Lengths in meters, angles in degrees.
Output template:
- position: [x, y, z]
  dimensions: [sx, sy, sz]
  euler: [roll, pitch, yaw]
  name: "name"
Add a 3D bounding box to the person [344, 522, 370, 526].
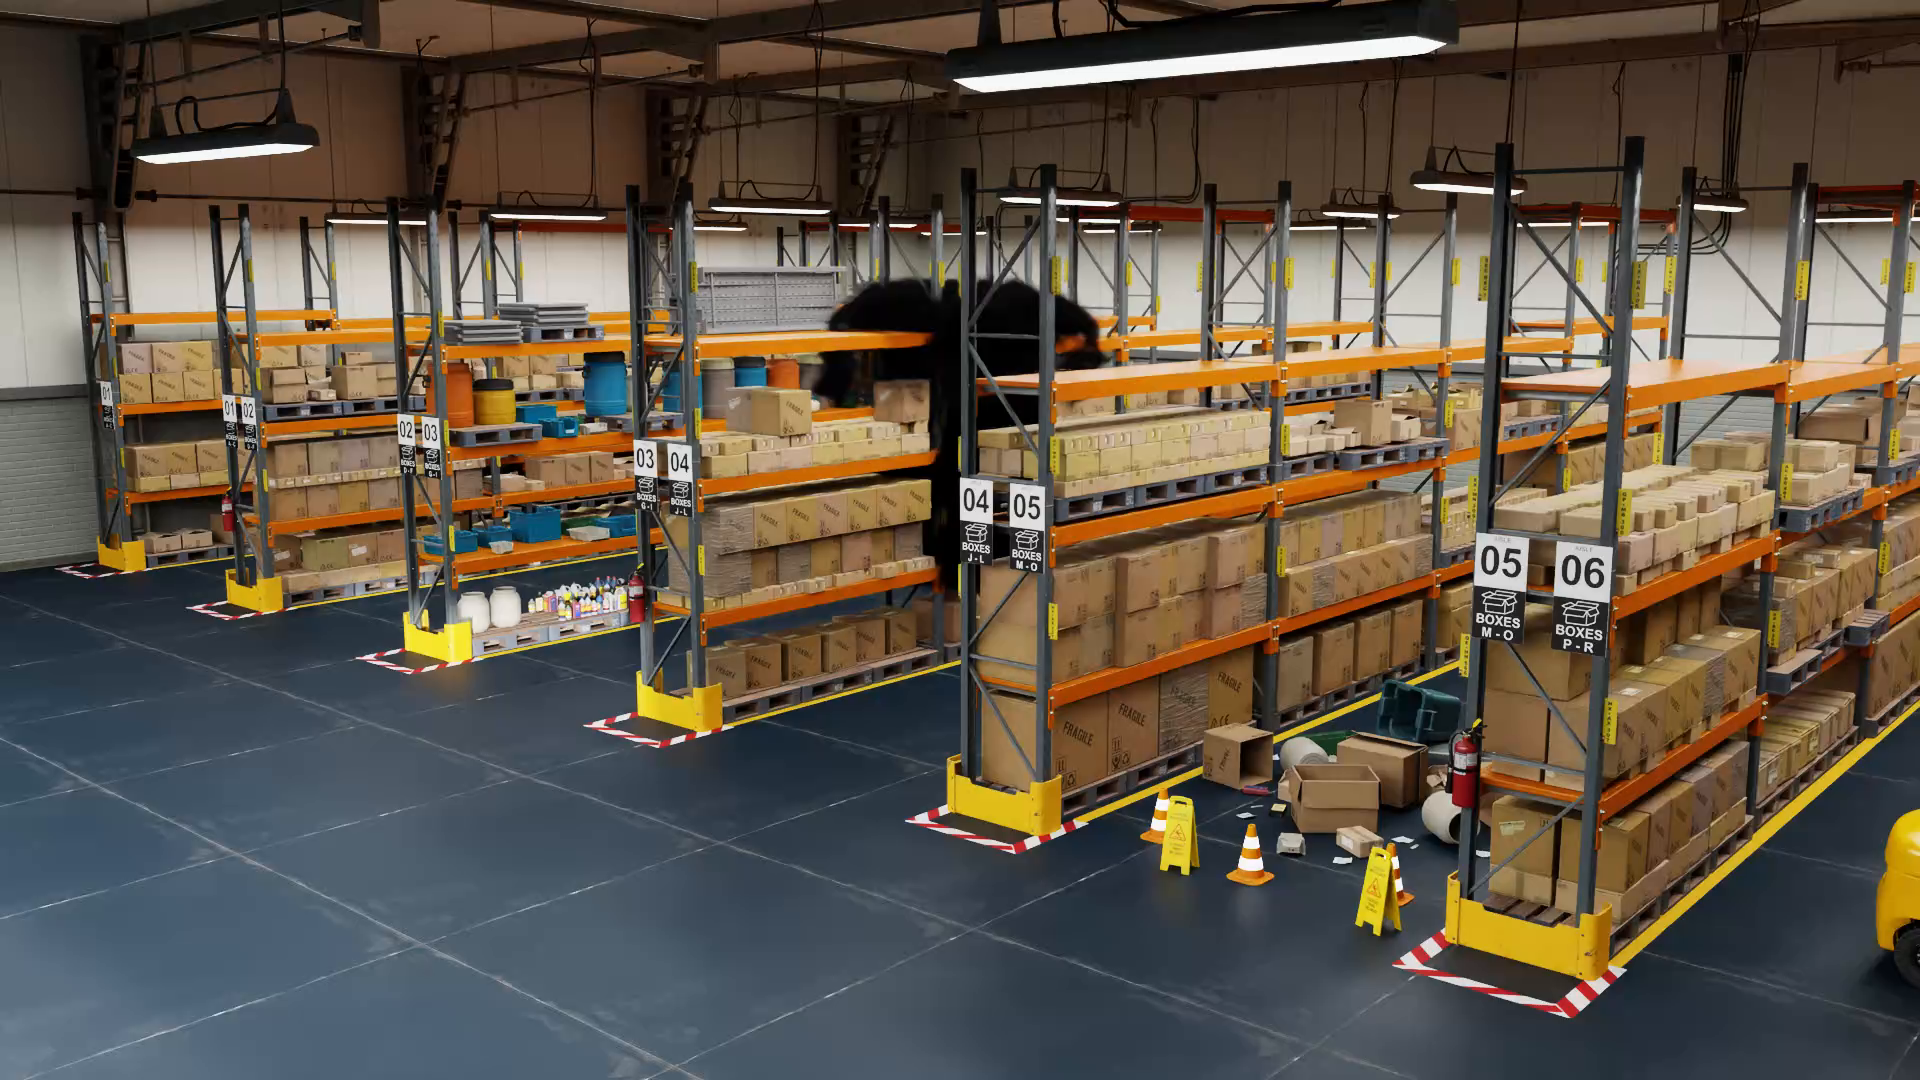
- position: [-10.187, -0.306, 28.120]
  dimensions: [0.591, 1.788, 0.875]
  euler: [6, 11, 34]
  name: "person"
